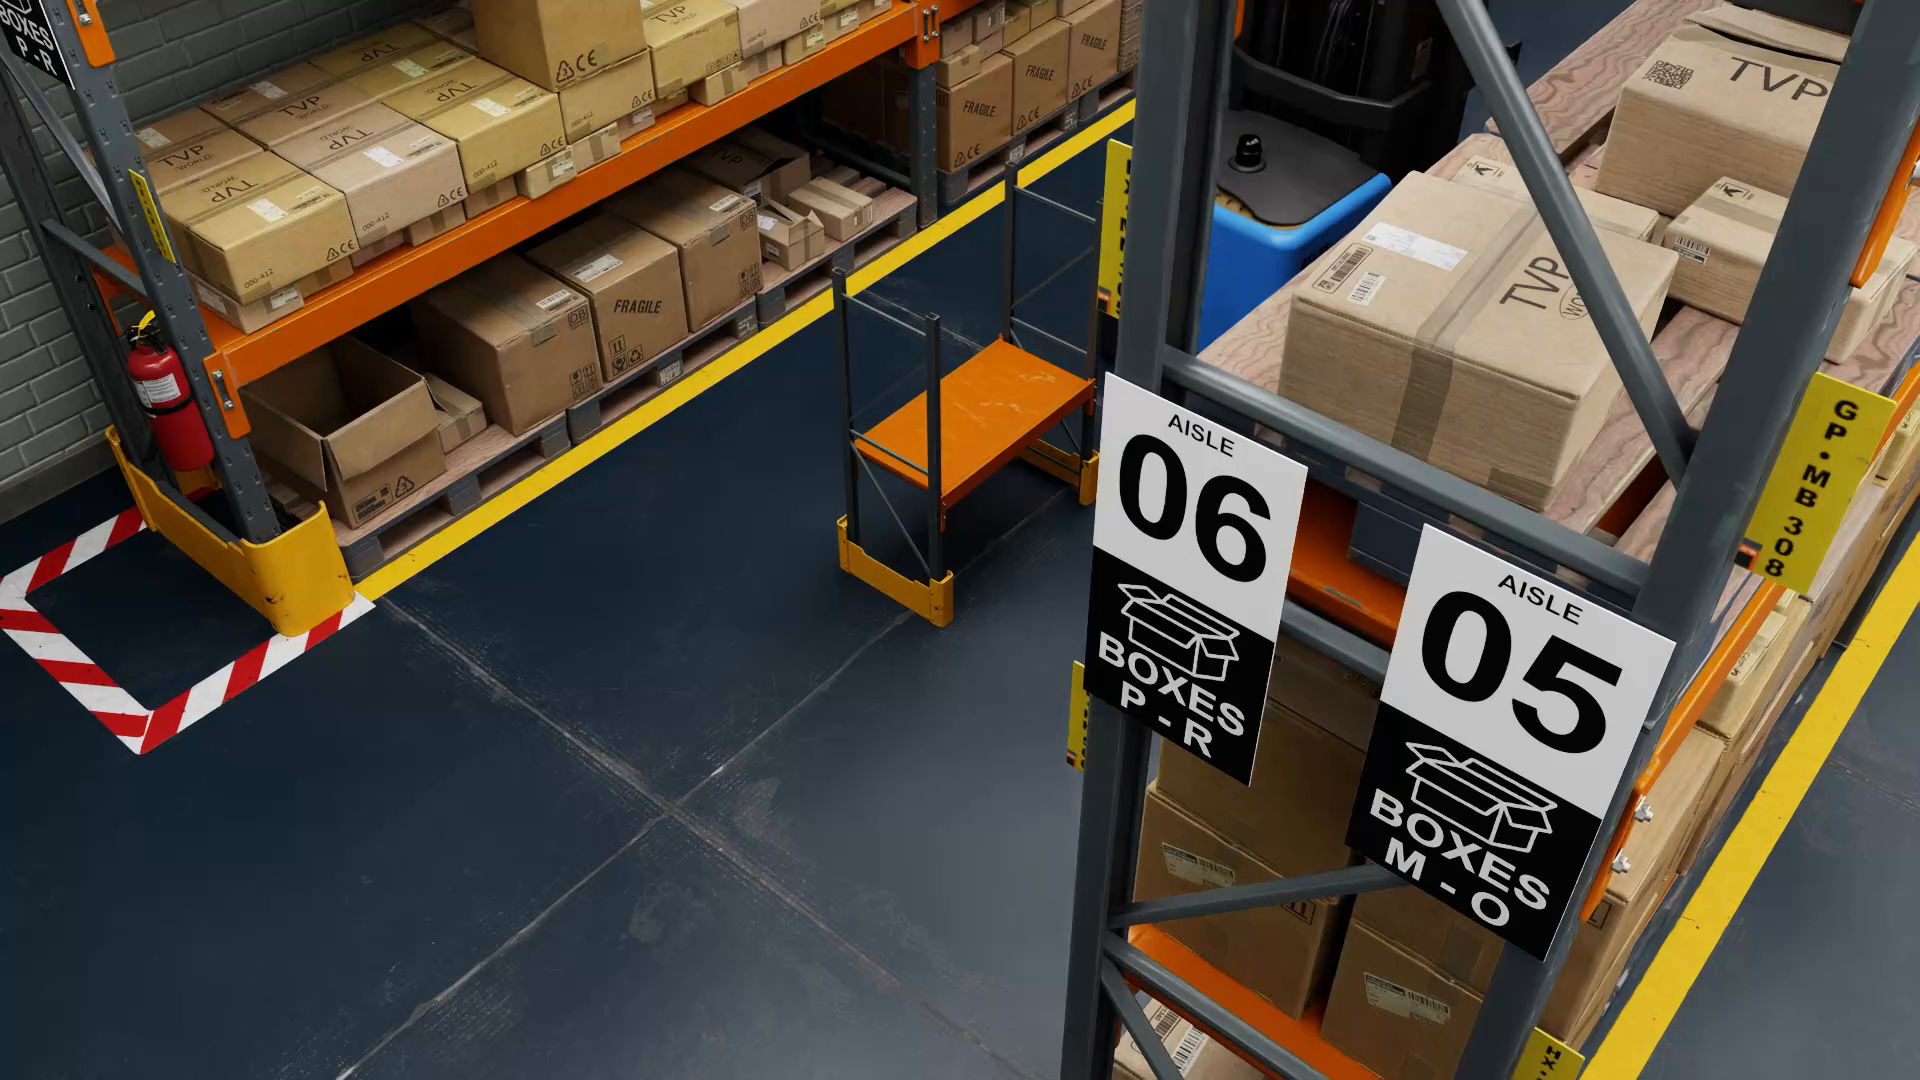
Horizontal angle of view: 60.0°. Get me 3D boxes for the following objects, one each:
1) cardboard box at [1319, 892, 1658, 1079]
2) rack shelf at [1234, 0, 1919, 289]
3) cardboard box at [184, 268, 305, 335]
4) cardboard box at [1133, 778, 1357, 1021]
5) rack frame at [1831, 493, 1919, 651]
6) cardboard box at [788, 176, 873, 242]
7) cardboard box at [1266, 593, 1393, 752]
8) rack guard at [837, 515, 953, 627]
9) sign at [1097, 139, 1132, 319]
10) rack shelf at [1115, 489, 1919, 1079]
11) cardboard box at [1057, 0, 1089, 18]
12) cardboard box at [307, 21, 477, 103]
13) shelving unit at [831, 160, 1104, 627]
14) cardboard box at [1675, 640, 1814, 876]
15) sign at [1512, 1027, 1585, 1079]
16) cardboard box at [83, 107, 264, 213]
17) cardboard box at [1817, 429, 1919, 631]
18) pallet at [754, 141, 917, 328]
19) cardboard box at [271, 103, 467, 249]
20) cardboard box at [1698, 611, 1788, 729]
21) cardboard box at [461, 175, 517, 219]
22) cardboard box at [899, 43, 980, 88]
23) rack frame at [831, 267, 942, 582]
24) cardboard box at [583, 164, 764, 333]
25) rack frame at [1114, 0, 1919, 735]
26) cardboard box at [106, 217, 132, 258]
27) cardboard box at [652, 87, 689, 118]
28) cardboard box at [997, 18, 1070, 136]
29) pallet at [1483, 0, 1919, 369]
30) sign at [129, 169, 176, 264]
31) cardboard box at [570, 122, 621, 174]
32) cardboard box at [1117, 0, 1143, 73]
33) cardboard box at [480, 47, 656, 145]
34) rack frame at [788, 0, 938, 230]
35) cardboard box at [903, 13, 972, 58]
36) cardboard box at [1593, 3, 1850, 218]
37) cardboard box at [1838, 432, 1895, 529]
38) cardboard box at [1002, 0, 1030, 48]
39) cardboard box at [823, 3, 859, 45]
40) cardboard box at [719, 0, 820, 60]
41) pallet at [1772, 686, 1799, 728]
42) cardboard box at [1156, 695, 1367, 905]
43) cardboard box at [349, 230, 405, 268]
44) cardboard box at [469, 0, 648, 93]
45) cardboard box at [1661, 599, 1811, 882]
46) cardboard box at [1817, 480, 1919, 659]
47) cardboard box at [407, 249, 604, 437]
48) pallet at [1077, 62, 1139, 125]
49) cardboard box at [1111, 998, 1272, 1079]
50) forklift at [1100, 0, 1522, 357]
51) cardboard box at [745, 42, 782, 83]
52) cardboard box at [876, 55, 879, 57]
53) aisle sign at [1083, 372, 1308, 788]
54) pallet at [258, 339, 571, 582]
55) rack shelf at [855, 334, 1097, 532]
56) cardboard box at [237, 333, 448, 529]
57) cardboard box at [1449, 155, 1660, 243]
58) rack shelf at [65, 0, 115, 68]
[{"bbox_3d":[1.211,0.992,3.856,0.500,0.500,0.500,29,50,28],"label":"cardboard box"},{"bbox_3d":[1.969,-1.684,3.245,1.077,0.370,4.000,29,50,28],"label":"rack shelf"},{"bbox_3d":[-2.698,-0.953,6.255,0.380,0.149,0.250,29,50,28],"label":"cardboard box"},{"bbox_3d":[0.790,0.751,4.120,0.500,0.500,0.500,30,50,29],"label":"cardboard box"},{"bbox_3d":[3.256,-0.908,6.019,1.000,3.000,0.127,29,50,28],"label":"rack frame"},{"bbox_3d":[-0.679,-1.742,8.743,0.380,0.149,0.250,28,49,27],"label":"cardboard box"},{"bbox_3d":[0.760,0.233,3.464,0.380,0.149,0.250,30,50,29],"label":"cardboard box"},{"bbox_3d":[-0.271,0.125,6.927,0.587,0.250,0.087,29,50,28],"label":"rack guard"},{"bbox_3d":[0.276,-0.499,2.740,0.100,0.325,0.005,29,50,28],"label":"sign"},{"bbox_3d":[1.969,0.388,5.129,1.077,0.370,4.000,29,50,28],"label":"rack shelf"},{"bbox_3d":[0.520,-3.168,9.568,0.380,0.149,0.250,29,50,28],"label":"cardboard box"},{"bbox_3d":[-2.372,-1.920,7.022,0.500,0.250,0.500,31,51,30],"label":"cardboard box"},{"bbox_3d":[0.049,-0.594,6.789,0.587,1.500,1.083,29,50,28],"label":"shelving unit"},{"bbox_3d":[1.856,0.465,4.435,0.500,0.500,0.500,29,50,28],"label":"cardboard box"},{"bbox_3d":[1.103,1.045,3.169,0.100,0.325,0.005,29,50,28],"label":"sign"},{"bbox_3d":[-3.027,-1.402,6.453,0.500,0.250,0.500,31,51,30],"label":"cardboard box"},{"bbox_3d":[2.182,-0.174,4.394,0.500,0.500,0.500,30,50,29],"label":"cardboard box"},{"bbox_3d":[-0.988,-1.670,8.930,1.003,0.211,1.213,29,50,28],"label":"pallet"},{"bbox_3d":[-2.297,-1.427,6.480,0.500,0.250,0.500,30,50,29],"label":"cardboard box"},{"bbox_3d":[1.492,0.192,3.510,0.380,0.149,0.250,31,51,30],"label":"cardboard box"},{"bbox_3d":[-2.051,-1.497,6.854,0.380,0.149,0.250,30,50,29],"label":"cardboard box"},{"bbox_3d":[-0.111,-2.595,8.938,0.380,0.149,0.250,32,51,30],"label":"cardboard box"},{"bbox_3d":[-0.272,-0.337,6.506,0.500,1.500,0.032,29,50,28],"label":"rack frame"},{"bbox_3d":[-1.405,-1.458,8.170,0.700,0.500,0.500,28,49,27],"label":"cardboard box"},{"bbox_3d":[0.682,-1.068,1.736,1.000,3.000,0.127,29,50,28],"label":"rack frame"},{"bbox_3d":[-3.112,-1.190,6.515,0.380,0.149,0.250,29,50,28],"label":"cardboard box"},{"bbox_3d":[-1.441,-2.050,7.461,0.380,0.149,0.250,30,50,29],"label":"cardboard box"},{"bbox_3d":[0.273,-2.716,9.553,0.500,0.500,0.500,29,50,28],"label":"cardboard box"},{"bbox_3d":[1.936,-0.943,3.894,1.003,0.211,1.213,29,50,28],"label":"pallet"},{"bbox_3d":[-2.704,-1.081,5.566,0.100,0.325,0.005,29,50,28],"label":"sign"},{"bbox_3d":[-1.677,-1.740,7.120,0.380,0.149,0.250,31,50,29],"label":"cardboard box"},{"bbox_3d":[0.936,-3.235,10.125,0.500,0.500,0.500,28,49,27],"label":"cardboard box"},{"bbox_3d":[-1.661,-1.962,7.068,0.500,0.250,0.500,28,49,27],"label":"cardboard box"},{"bbox_3d":[-0.545,-3.055,8.381,1.000,3.000,0.127,29,50,28],"label":"rack frame"},{"bbox_3d":[-0.157,-2.732,8.867,0.380,0.149,0.250,29,50,28],"label":"cardboard box"},{"bbox_3d":[1.684,-0.867,3.424,0.500,0.311,0.500,30,50,29],"label":"cardboard box"},{"bbox_3d":[1.968,-0.220,3.963,0.380,0.149,0.250,30,50,29],"label":"cardboard box"},{"bbox_3d":[0.165,-2.909,9.283,0.380,0.149,0.250,27,49,26],"label":"cardboard box"},{"bbox_3d":[-0.708,-2.545,8.007,0.380,0.149,0.250,31,51,29],"label":"cardboard box"},{"bbox_3d":[-0.998,-2.478,7.636,0.500,0.250,0.500,30,50,29],"label":"cardboard box"},{"bbox_3d":[2.707,0.481,6.564,1.003,0.211,1.213,29,50,28],"label":"pallet"},{"bbox_3d":[0.810,0.393,3.770,0.500,0.500,0.500,31,51,30],"label":"cardboard box"},{"bbox_3d":[-2.427,-1.255,6.587,0.380,0.149,0.250,29,50,28],"label":"cardboard box"},{"bbox_3d":[-1.656,-2.217,6.792,0.500,0.500,0.500,31,51,29],"label":"cardboard box"},{"bbox_3d":[1.536,0.352,3.816,0.500,0.500,0.500,28,49,27],"label":"cardboard box"},{"bbox_3d":[2.514,-0.063,5.016,0.500,0.500,0.500,29,50,28],"label":"cardboard box"},{"bbox_3d":[-2.074,-0.923,7.582,0.700,0.500,0.500,32,51,30],"label":"cardboard box"},{"bbox_3d":[0.734,-3.090,10.491,1.003,0.211,1.213,29,50,28],"label":"pallet"},{"bbox_3d":[1.030,1.561,4.896,0.875,0.438,0.875,28,49,27],"label":"cardboard box"},{"bbox_3d":[2.054,-2.502,7.823,1.130,2.935,3.031,32,51,30],"label":"forklift"},{"bbox_3d":[-1.047,-2.278,7.712,0.380,0.149,0.250,31,51,29],"label":"cardboard box"},{"bbox_3d":[-0.529,-2.840,9.208,0.380,0.149,0.250,28,49,27],"label":"cardboard box"},{"bbox_3d":[0.398,0.092,2.986,0.394,0.787,0.004,29,50,28],"label":"aisle sign"},{"bbox_3d":[-2.558,-0.414,7.549,1.003,0.211,1.213,29,50,28],"label":"pallet"},{"bbox_3d":[0.055,-0.466,6.915,0.538,0.185,1.000,29,50,28],"label":"rack shelf"},{"bbox_3d":[-2.653,-0.501,7.115,0.797,0.503,0.637,28,49,27],"label":"cardboard box"},{"bbox_3d":[1.111,-0.579,3.228,0.380,0.149,0.250,26,48,26],"label":"cardboard box"},{"bbox_3d":[-1.833,-2.869,6.481,1.077,0.370,4.000,29,50,28],"label":"rack shelf"}]
